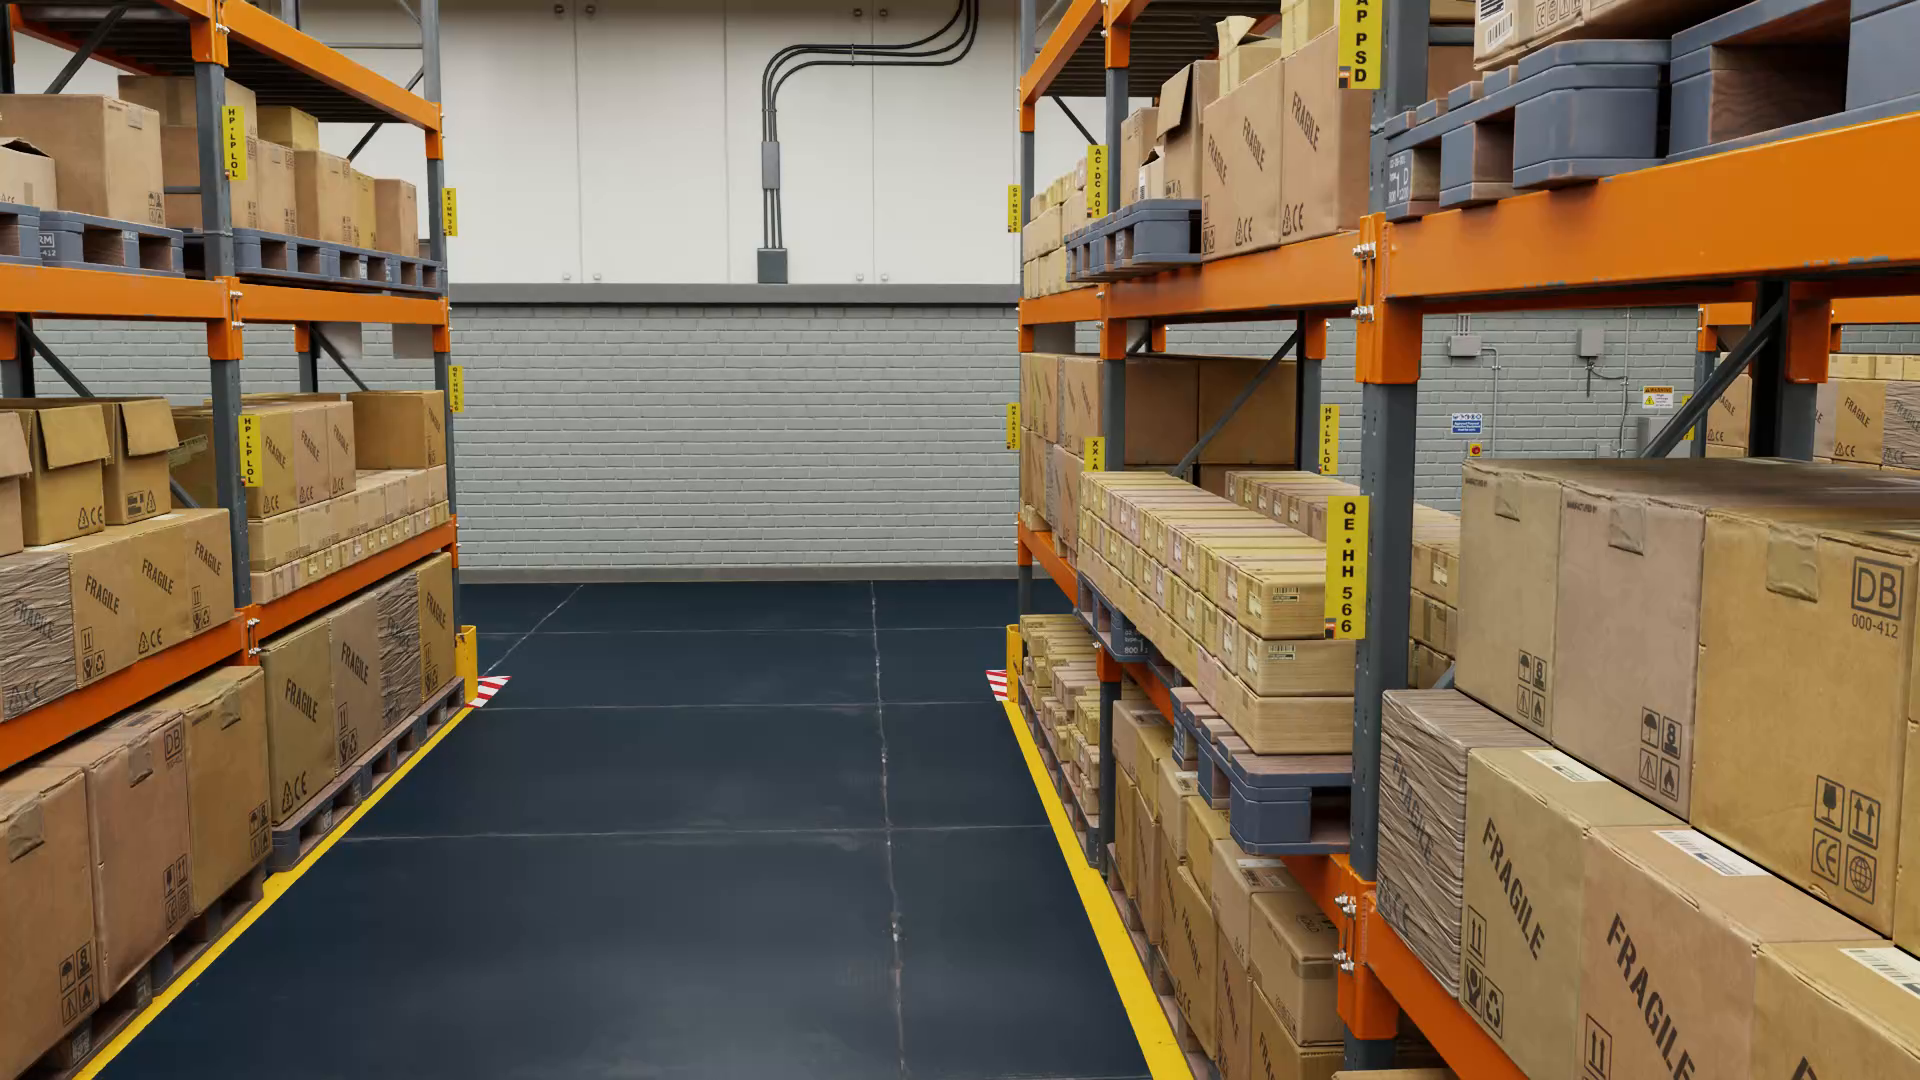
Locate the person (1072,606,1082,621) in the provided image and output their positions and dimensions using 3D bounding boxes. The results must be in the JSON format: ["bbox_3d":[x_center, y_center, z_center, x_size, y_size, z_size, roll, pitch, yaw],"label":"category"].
[{"bbox_3d":[1.200,-0.080,14.793,0.540,1.688,0.449,0,7,-4],"label":"person"}]
